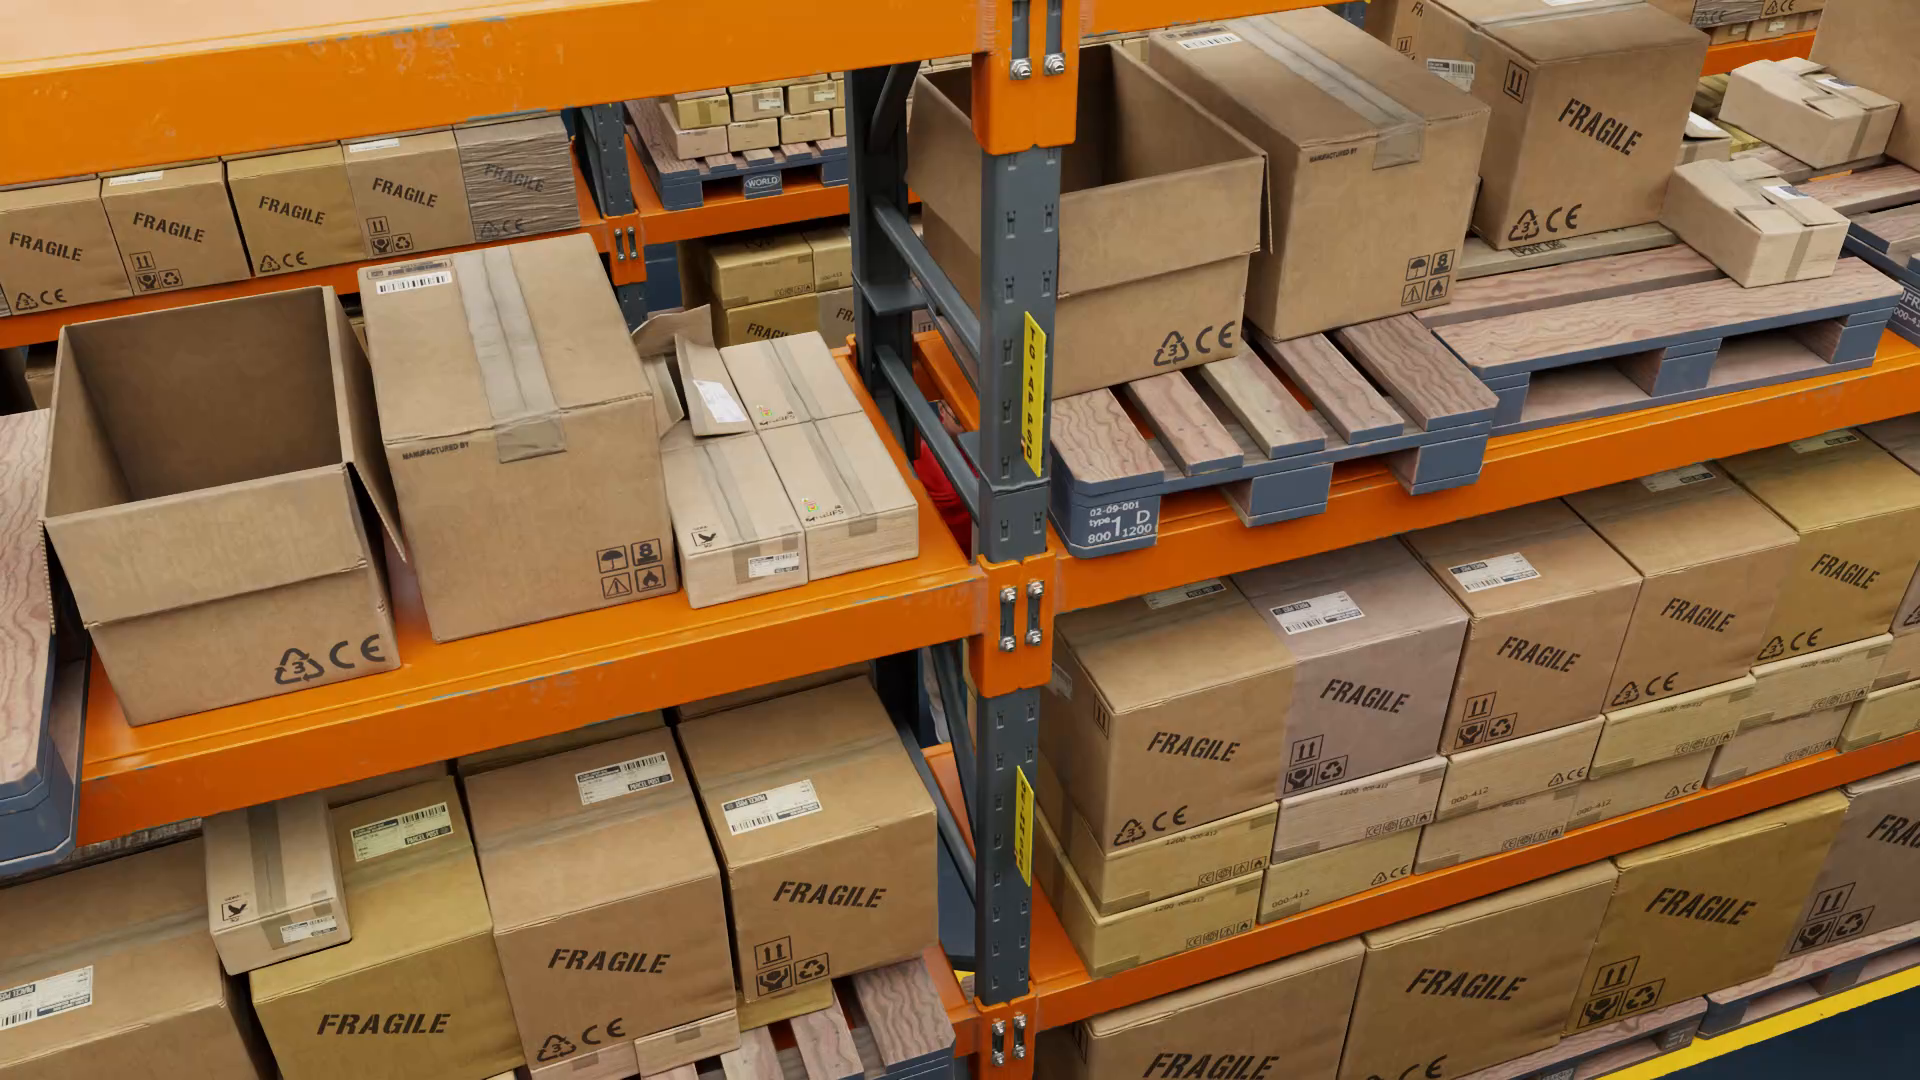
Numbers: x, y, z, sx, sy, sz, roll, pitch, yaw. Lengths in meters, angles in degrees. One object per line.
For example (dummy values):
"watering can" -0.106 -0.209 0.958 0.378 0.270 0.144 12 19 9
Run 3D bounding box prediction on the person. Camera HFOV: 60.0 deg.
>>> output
"person" 0.016 0.107 6.664 0.550 1.740 0.377 -13 39 -16
